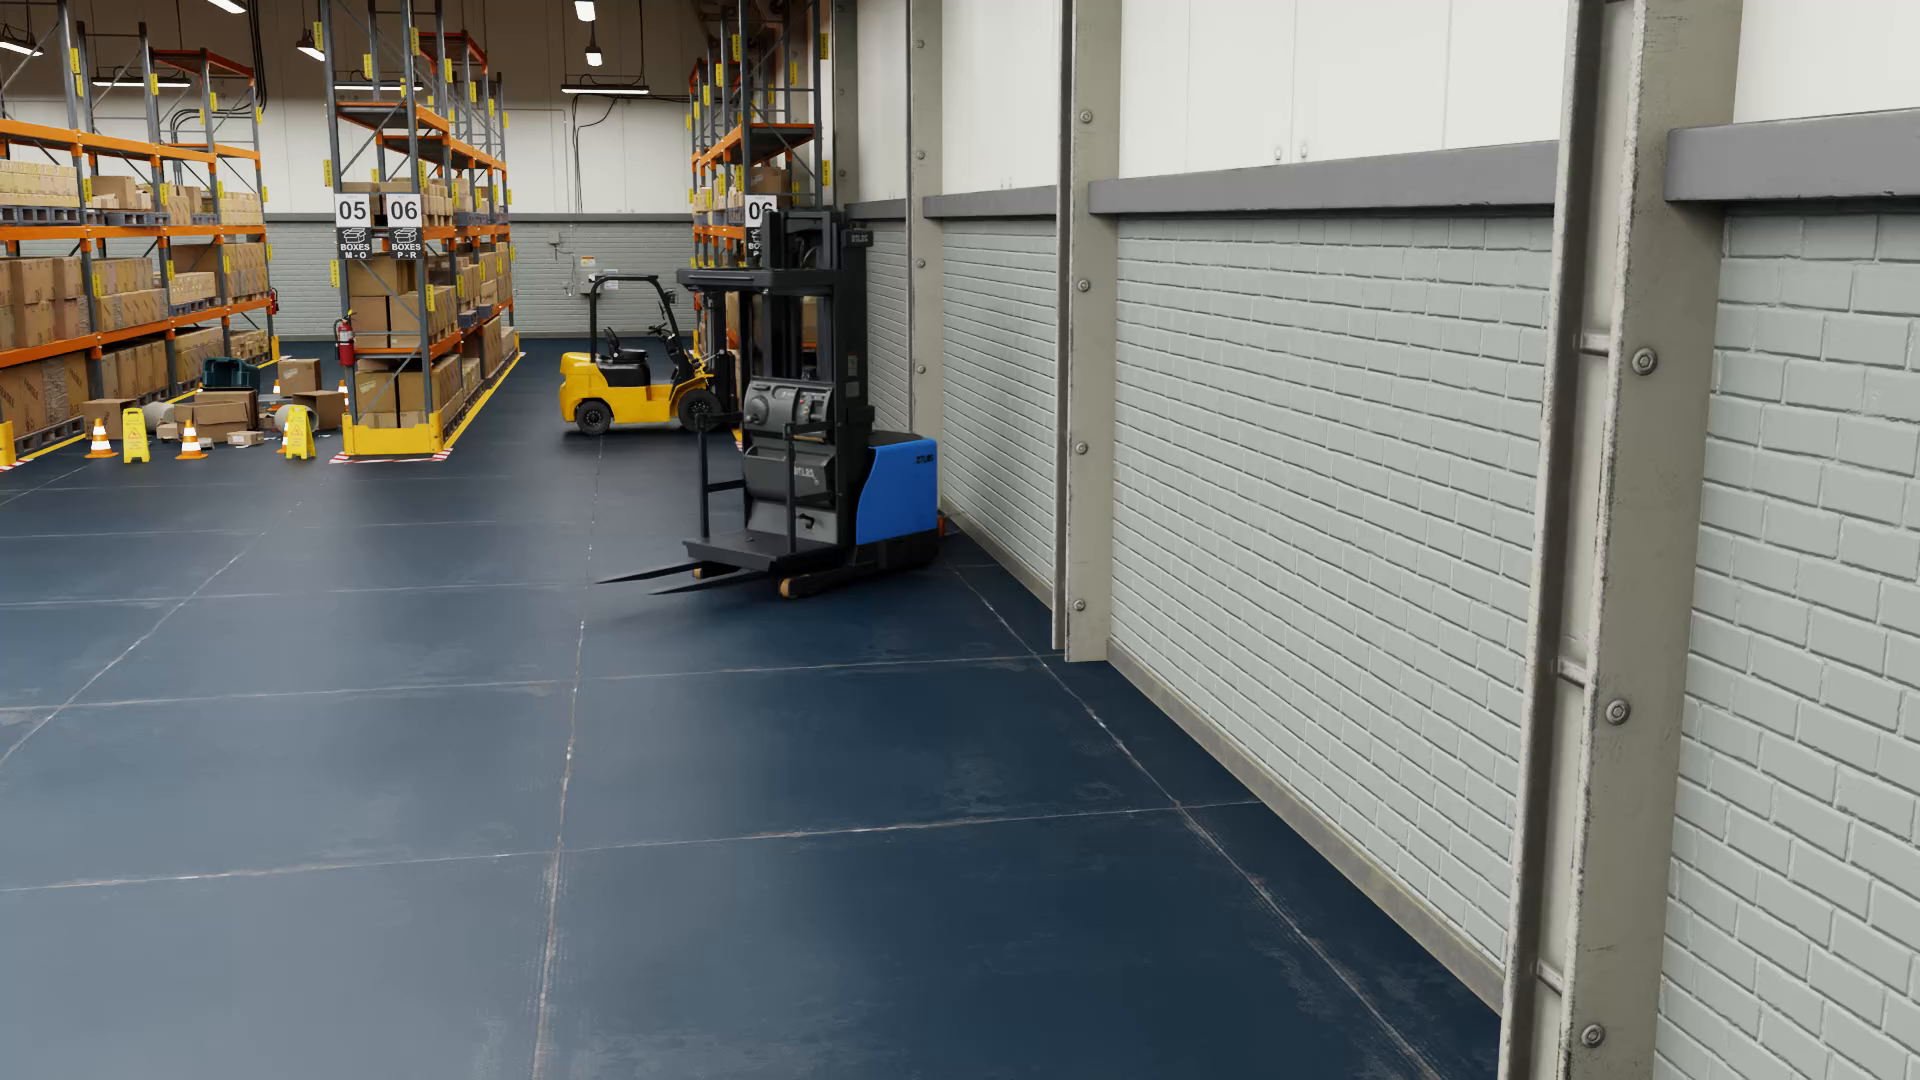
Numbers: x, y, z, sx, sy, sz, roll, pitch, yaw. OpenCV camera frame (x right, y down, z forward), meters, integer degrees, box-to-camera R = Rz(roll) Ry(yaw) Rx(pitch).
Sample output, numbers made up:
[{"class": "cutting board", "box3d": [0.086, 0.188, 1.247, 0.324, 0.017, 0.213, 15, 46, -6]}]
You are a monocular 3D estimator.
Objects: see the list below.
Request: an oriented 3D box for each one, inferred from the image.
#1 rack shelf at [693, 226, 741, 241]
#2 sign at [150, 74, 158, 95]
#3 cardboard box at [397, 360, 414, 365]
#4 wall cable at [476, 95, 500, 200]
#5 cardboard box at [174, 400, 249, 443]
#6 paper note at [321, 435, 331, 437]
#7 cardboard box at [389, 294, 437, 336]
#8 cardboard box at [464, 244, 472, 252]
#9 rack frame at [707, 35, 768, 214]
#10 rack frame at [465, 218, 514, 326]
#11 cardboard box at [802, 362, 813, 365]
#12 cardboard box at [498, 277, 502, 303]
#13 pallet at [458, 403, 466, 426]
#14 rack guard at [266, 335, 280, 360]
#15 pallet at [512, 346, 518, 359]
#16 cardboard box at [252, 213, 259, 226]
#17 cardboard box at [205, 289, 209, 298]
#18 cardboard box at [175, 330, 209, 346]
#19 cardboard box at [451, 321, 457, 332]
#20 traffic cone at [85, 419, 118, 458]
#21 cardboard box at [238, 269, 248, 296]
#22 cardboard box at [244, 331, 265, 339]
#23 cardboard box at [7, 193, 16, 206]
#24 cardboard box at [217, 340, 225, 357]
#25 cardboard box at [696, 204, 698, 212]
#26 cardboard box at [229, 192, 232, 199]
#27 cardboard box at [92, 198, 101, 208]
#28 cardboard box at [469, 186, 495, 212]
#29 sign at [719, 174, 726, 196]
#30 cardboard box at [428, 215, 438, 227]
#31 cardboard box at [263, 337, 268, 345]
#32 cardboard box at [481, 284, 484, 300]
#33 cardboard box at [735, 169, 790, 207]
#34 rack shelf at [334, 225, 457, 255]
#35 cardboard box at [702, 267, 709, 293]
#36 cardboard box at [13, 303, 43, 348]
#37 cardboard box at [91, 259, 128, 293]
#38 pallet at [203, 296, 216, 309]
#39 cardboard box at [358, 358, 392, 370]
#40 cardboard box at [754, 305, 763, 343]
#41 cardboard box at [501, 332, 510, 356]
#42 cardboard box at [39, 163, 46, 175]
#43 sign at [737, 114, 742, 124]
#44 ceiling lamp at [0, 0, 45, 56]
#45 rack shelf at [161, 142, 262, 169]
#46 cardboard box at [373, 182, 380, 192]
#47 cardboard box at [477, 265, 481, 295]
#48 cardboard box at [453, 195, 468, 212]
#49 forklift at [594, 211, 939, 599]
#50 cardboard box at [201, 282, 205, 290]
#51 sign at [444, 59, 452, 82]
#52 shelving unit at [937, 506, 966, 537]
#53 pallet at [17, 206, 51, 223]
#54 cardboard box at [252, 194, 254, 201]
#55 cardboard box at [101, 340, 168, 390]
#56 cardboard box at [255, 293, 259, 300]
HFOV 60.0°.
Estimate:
[{"class": "rack shelf", "box3d": [-4.989, -6.438, 34.903, 1.077, 0.370, 4.000, -2, 11, -11]}, {"class": "sign", "box3d": [-12.982, -7.343, 26.786, 0.100, 0.325, 0.005, -2, 11, -11]}, {"class": "cardboard box", "box3d": [-7.847, -2.216, 23.042, 0.500, 0.500, 0.500, -2, 11, -8]}, {"class": "wall cable", "box3d": [-11.629, -9.484, 40.958, 0.463, 3.000, 0.029, -2, 11, -11]}, {"class": "cardboard box", "box3d": [-9.959, -1.573, 22.116, 0.637, 0.503, 0.797, 9, 14, 38]}, {"class": "paper note", "box3d": [-8.619, -1.420, 22.576, 0.142, 0.019, 0.148, -6, 13, -31]}, {"class": "cardboard box", "box3d": [-6.954, -2.862, 21.146, 0.500, 0.500, 0.500, -2, 11, -12]}, {"class": "cardboard box", "box3d": [-9.785, -5.726, 32.584, 0.380, 0.149, 0.250, -2, 11, -10]}, {"class": "rack frame", "box3d": [-3.822, -7.165, 28.774, 1.000, 3.000, 0.127, -2, 11, -11]}, {"class": "rack frame", "box3d": [-10.246, -5.504, 36.091, 1.000, 3.000, 0.127, -2, 11, -11]}, {"class": "cardboard box", "box3d": [-2.274, -2.284, 22.730, 0.500, 0.250, 0.500, -2, 11, -11]}, {"class": "cardboard box", "box3d": [-9.302, -4.915, 32.730, 0.500, 0.500, 0.500, -2, 11, -9]}, {"class": "pallet", "box3d": [-7.747, -1.811, 24.148, 1.003, 0.211, 1.213, -2, 11, -11]}, {"class": "rack guard", "box3d": [-15.067, -4.063, 35.209, 1.175, 0.500, 0.348, -2, 11, -11]}, {"class": "pallet", "box3d": [-10.014, -3.990, 35.597, 1.003, 0.211, 1.213, -2, 11, -11]}, {"class": "cardboard box", "box3d": [-14.628, -6.538, 33.904, 0.500, 0.250, 0.500, -2, 11, -11]}, {"class": "cardboard box", "box3d": [-13.935, -4.496, 30.343, 0.380, 0.149, 0.250, -2, 11, -11]}, {"class": "cardboard box", "box3d": [-13.707, -3.600, 29.644, 0.500, 0.250, 0.500, -3, 11, -14]}, {"class": "cardboard box", "box3d": [-7.495, -3.086, 24.061, 0.380, 0.149, 0.250, -2, 11, -10]}, {"class": "traffic cone", "box3d": [-10.680, -1.274, 20.651, 0.336, 0.463, 0.334, -2, 11, -11]}, {"class": "cardboard box", "box3d": [-14.319, -5.051, 32.650, 0.500, 0.500, 0.500, -2, 11, -12]}, {"class": "cardboard box", "box3d": [-14.563, -4.225, 34.280, 0.380, 0.149, 0.250, -2, 11, -12]}, {"class": "cardboard box", "box3d": [-11.870, -4.190, 20.448, 0.380, 0.149, 0.250, -2, 11, -11]}, {"class": "cardboard box", "box3d": [-13.913, -3.424, 30.723, 0.500, 0.500, 0.500, -2, 11, -12]}, {"class": "cardboard box", "box3d": [-4.916, -6.439, 32.264, 0.380, 0.149, 0.250, -2, 11, -10]}, {"class": "cardboard box", "box3d": [-14.324, -6.666, 32.174, 0.380, 0.149, 0.250, -2, 11, -13]}, {"class": "cardboard box", "box3d": [-12.706, -4.909, 24.226, 0.250, 0.149, 0.380, -2, 11, -11]}, {"class": "cardboard box", "box3d": [-9.376, -6.664, 32.506, 0.500, 0.500, 0.500, -2, 11, -10]}, {"class": "sign", "box3d": [-3.574, -5.345, 25.009, 0.100, 0.325, 0.005, -2, 11, -11]}, {"class": "cardboard box", "box3d": [-7.135, -4.229, 22.043, 0.380, 0.149, 0.250, -2, 11, -10]}, {"class": "cardboard box", "box3d": [-14.699, -4.171, 34.794, 0.380, 0.149, 0.250, -2, 11, -13]}, {"class": "cardboard box", "box3d": [-8.546, -4.311, 28.885, 0.500, 0.250, 0.500, -2, 11, -11]}, {"class": "cardboard box", "box3d": [-2.692, -4.793, 22.673, 0.700, 0.500, 0.500, -2, 11, -11]}, {"class": "rack shelf", "box3d": [-7.523, -4.056, 22.388, 1.077, 0.370, 4.000, -2, 11, -11]}, {"class": "cardboard box", "box3d": [-4.624, -5.015, 32.132, 0.700, 0.500, 0.500, -2, 11, -10]}, {"class": "cardboard box", "box3d": [-12.201, -2.718, 21.055, 0.875, 0.550, 0.550, -2, 11, -11]}, {"class": "cardboard box", "box3d": [-13.147, -4.015, 25.329, 0.700, 0.500, 0.500, -2, 11, -12]}, {"class": "pallet", "box3d": [-14.298, -4.332, 30.448, 1.003, 0.211, 1.213, -2, 11, -11]}, {"class": "cardboard box", "box3d": [-7.683, -2.314, 21.824, 0.380, 0.149, 0.250, -2, 11, -9]}, {"class": "cardboard box", "box3d": [-2.619, -2.880, 22.040, 0.500, 0.500, 0.500, -2, 11, -12]}, {"class": "cardboard box", "box3d": [-9.660, -4.001, 33.925, 0.875, 0.438, 0.875, -2, 11, -13]}, {"class": "cardboard box", "box3d": [-12.119, -4.815, 21.597, 0.380, 0.149, 0.250, -2, 11, -12]}, {"class": "sign", "box3d": [-4.829, -9.185, 36.467, 0.100, 0.325, 0.005, -2, 11, -11]}, {"class": "ceiling lamp", "box3d": [-16.323, -10.172, 28.959, 0.800, 3.185, 2.000, -2, 11, -11]}, {"class": "rack shelf", "box3d": [-14.693, -7.531, 32.628, 1.077, 0.370, 4.000, -2, 11, -11]}, {"class": "cardboard box", "box3d": [-7.502, -4.411, 20.868, 0.380, 0.149, 0.250, -2, 11, -10]}, {"class": "cardboard box", "box3d": [-8.329, -4.365, 27.921, 0.500, 0.500, 0.500, -2, 11, -13]}, {"class": "cardboard box", "box3d": [-7.632, -5.031, 24.862, 0.500, 0.250, 0.500, -2, 11, -13]}, {"class": "forklift", "box3d": [-1.505, -1.089, 13.079, 1.130, 2.935, 3.031, 9, 14, 39]}, {"class": "cardboard box", "box3d": [-13.877, -4.591, 30.049, 0.380, 0.149, 0.250, -2, 11, -13]}, {"class": "sign", "box3d": [-7.376, -6.764, 23.958, 0.100, 0.325, 0.005, -2, 11, -11]}, {"class": "shelving unit", "box3d": [-0.395, -0.119, 15.147, 0.258, 0.189, 1.200, 17, 17, 32]}, {"class": "pallet", "box3d": [-12.365, -4.161, 21.249, 1.003, 0.211, 1.213, -2, 11, -11]}, {"class": "cardboard box", "box3d": [-14.756, -7.048, 34.181, 0.380, 0.149, 0.250, -2, 11, -10]}, {"class": "cardboard box", "box3d": [-13.496, -2.824, 26.907, 1.050, 0.750, 0.750, -2, 11, -12]}, {"class": "cardboard box", "box3d": [-14.594, -4.994, 34.085, 0.380, 0.149, 0.250, -2, 11, -9]}]
